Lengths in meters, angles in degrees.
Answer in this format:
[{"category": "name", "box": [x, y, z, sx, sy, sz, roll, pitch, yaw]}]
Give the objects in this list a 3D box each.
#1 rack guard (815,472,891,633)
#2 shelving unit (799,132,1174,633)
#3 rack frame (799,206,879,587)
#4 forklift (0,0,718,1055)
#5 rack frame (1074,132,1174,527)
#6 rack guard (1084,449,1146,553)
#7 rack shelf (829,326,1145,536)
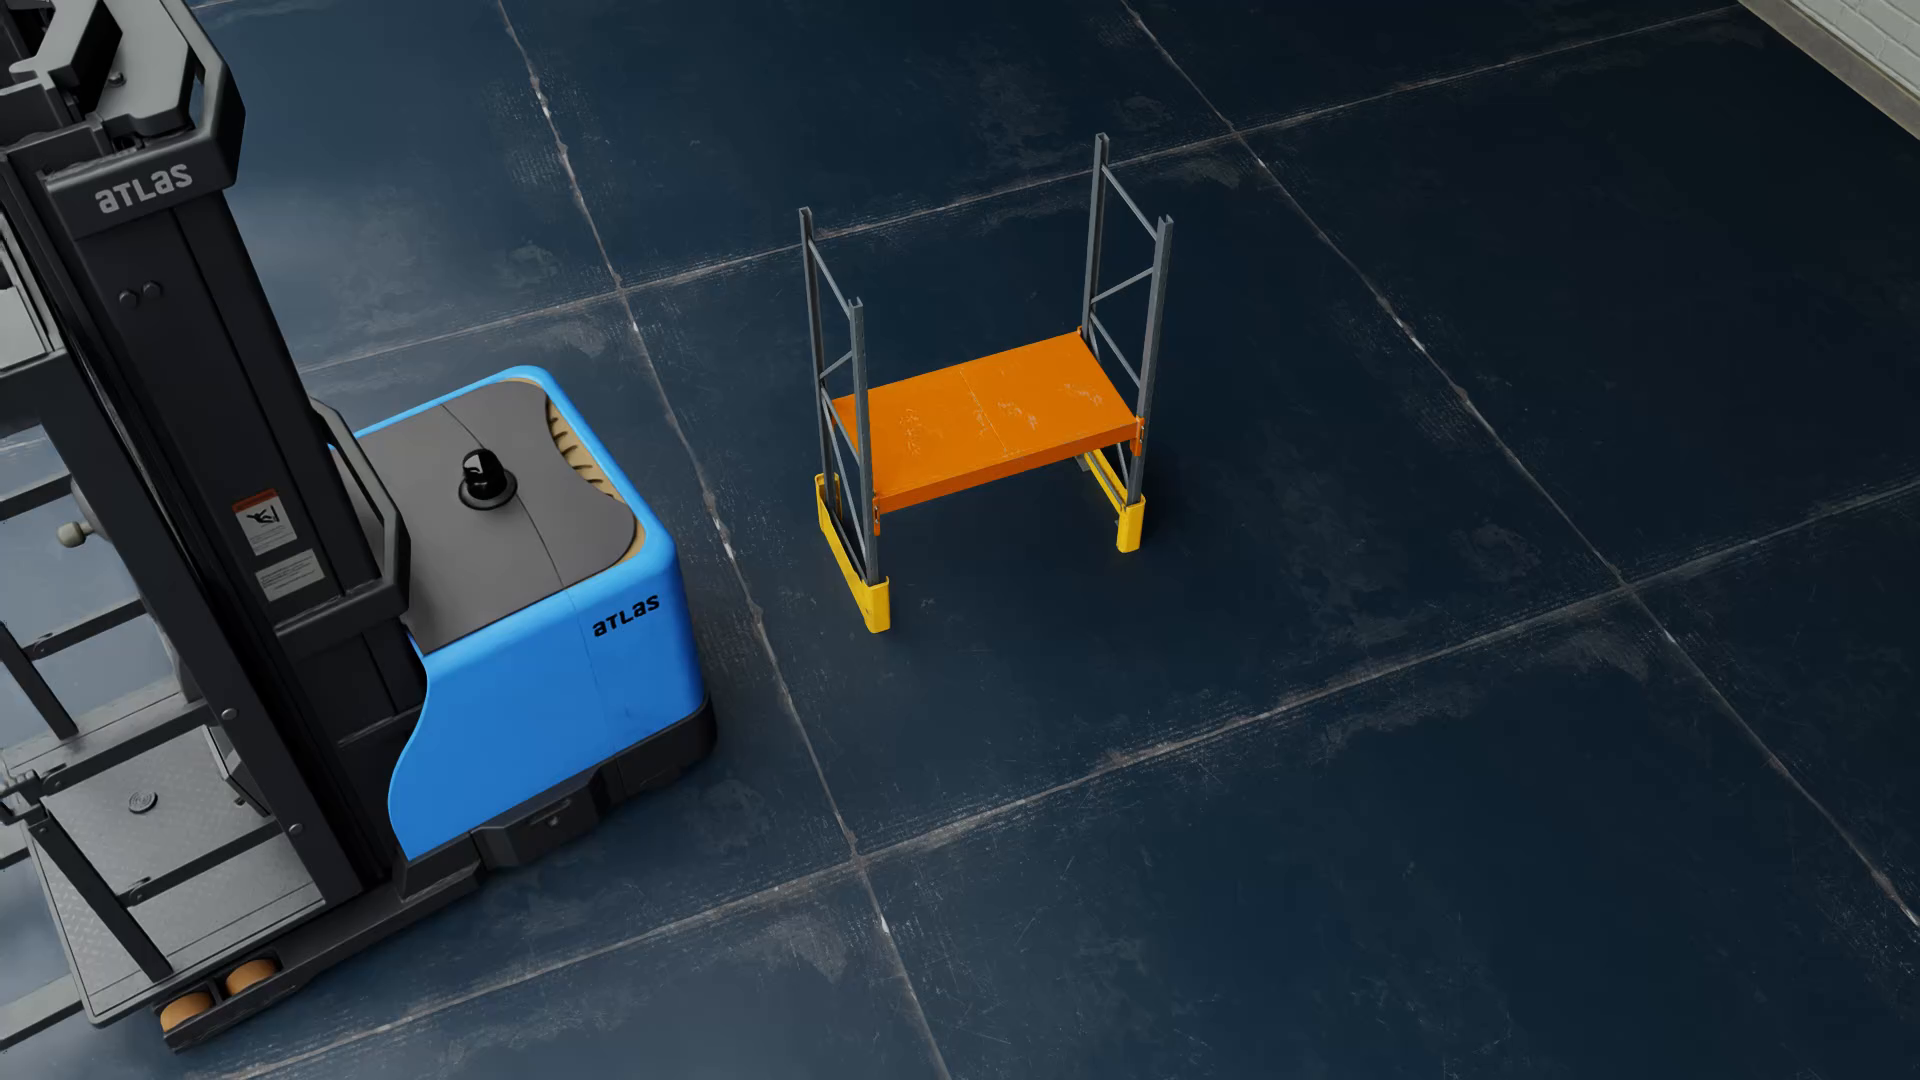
[{"category": "rack guard", "box": [-0.390, 0.040, 6.051, 0.087, 0.250, 0.587, -17, 52, -14]}, {"category": "shelving unit", "box": [0.071, -0.511, 5.700, 1.083, 1.500, 0.587, -17, 52, -14]}, {"category": "rack frame", "box": [-0.392, -0.367, 5.577, 0.032, 1.500, 0.500, -17, 52, -14]}, {"category": "forklift", "box": [-2.322, 0.087, 4.244, 3.031, 2.935, 1.130, -27, 55, -21]}, {"category": "rack frame", "box": [0.550, -0.659, 5.827, 0.032, 1.500, 0.500, -17, 52, -14]}, {"category": "rack guard", "box": [0.532, -0.246, 6.297, 0.087, 0.250, 0.587, -17, 52, -14]}, {"category": "rack shelf", "box": [0.079, -0.396, 5.838, 1.000, 0.185, 0.538, -17, 52, -14]}]
